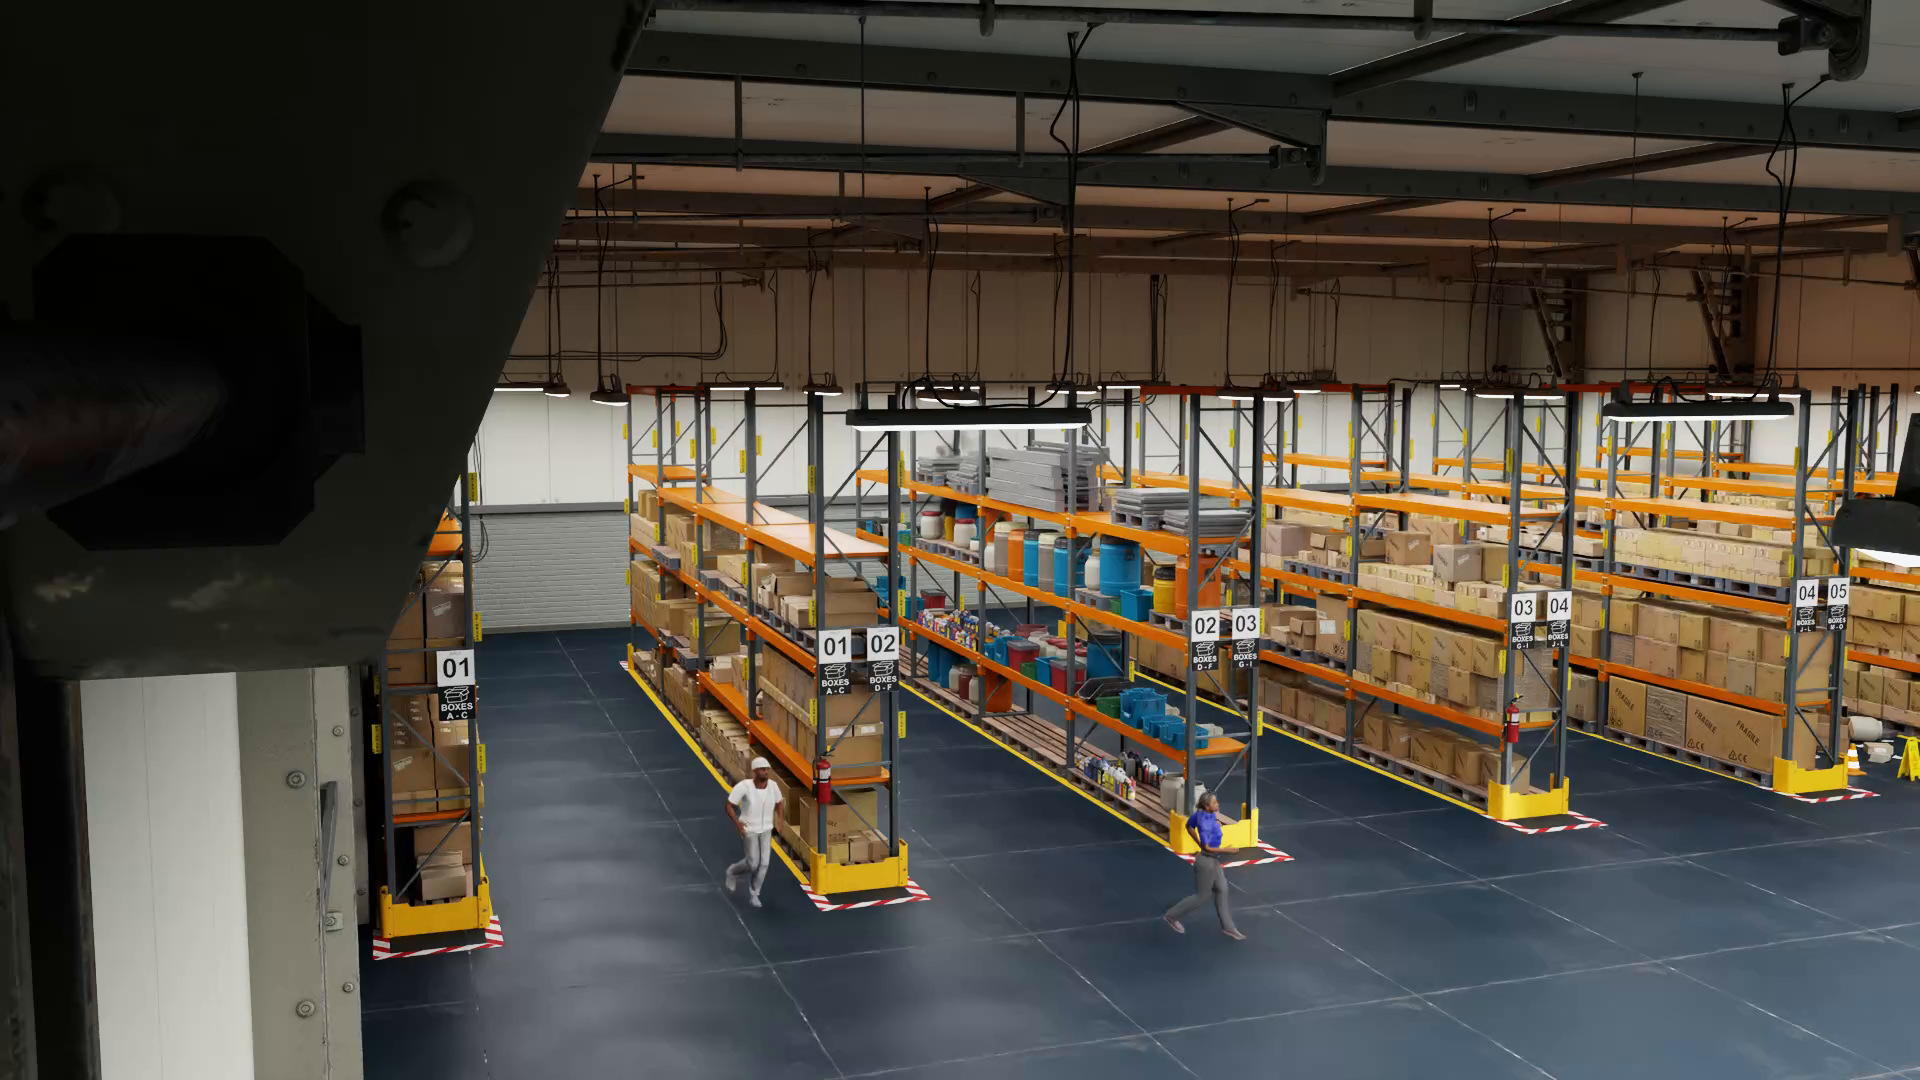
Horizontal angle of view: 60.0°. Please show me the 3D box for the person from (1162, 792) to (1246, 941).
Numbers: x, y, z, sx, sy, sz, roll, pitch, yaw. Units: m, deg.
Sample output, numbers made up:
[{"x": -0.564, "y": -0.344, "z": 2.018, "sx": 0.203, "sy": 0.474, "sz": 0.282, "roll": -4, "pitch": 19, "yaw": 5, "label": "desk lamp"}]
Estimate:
[{"x": 2.715, "y": 3.611, "z": 18.404, "sx": 0.923, "sy": 1.676, "sz": 0.589, "roll": 1, "pitch": 6, "yaw": 9, "label": "person"}]

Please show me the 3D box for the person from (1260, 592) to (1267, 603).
[{"x": 6.251, "y": 1.921, "z": 34.652, "sx": 0.572, "sy": 1.714, "sz": 0.783, "roll": -3, "pitch": 7, "yaw": -28, "label": "person"}]

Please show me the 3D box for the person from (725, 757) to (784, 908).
[{"x": -2.435, "y": 3.402, "z": 19.842, "sx": 0.734, "sy": 1.663, "sz": 0.574, "roll": -5, "pitch": 7, "yaw": -37, "label": "person"}]
